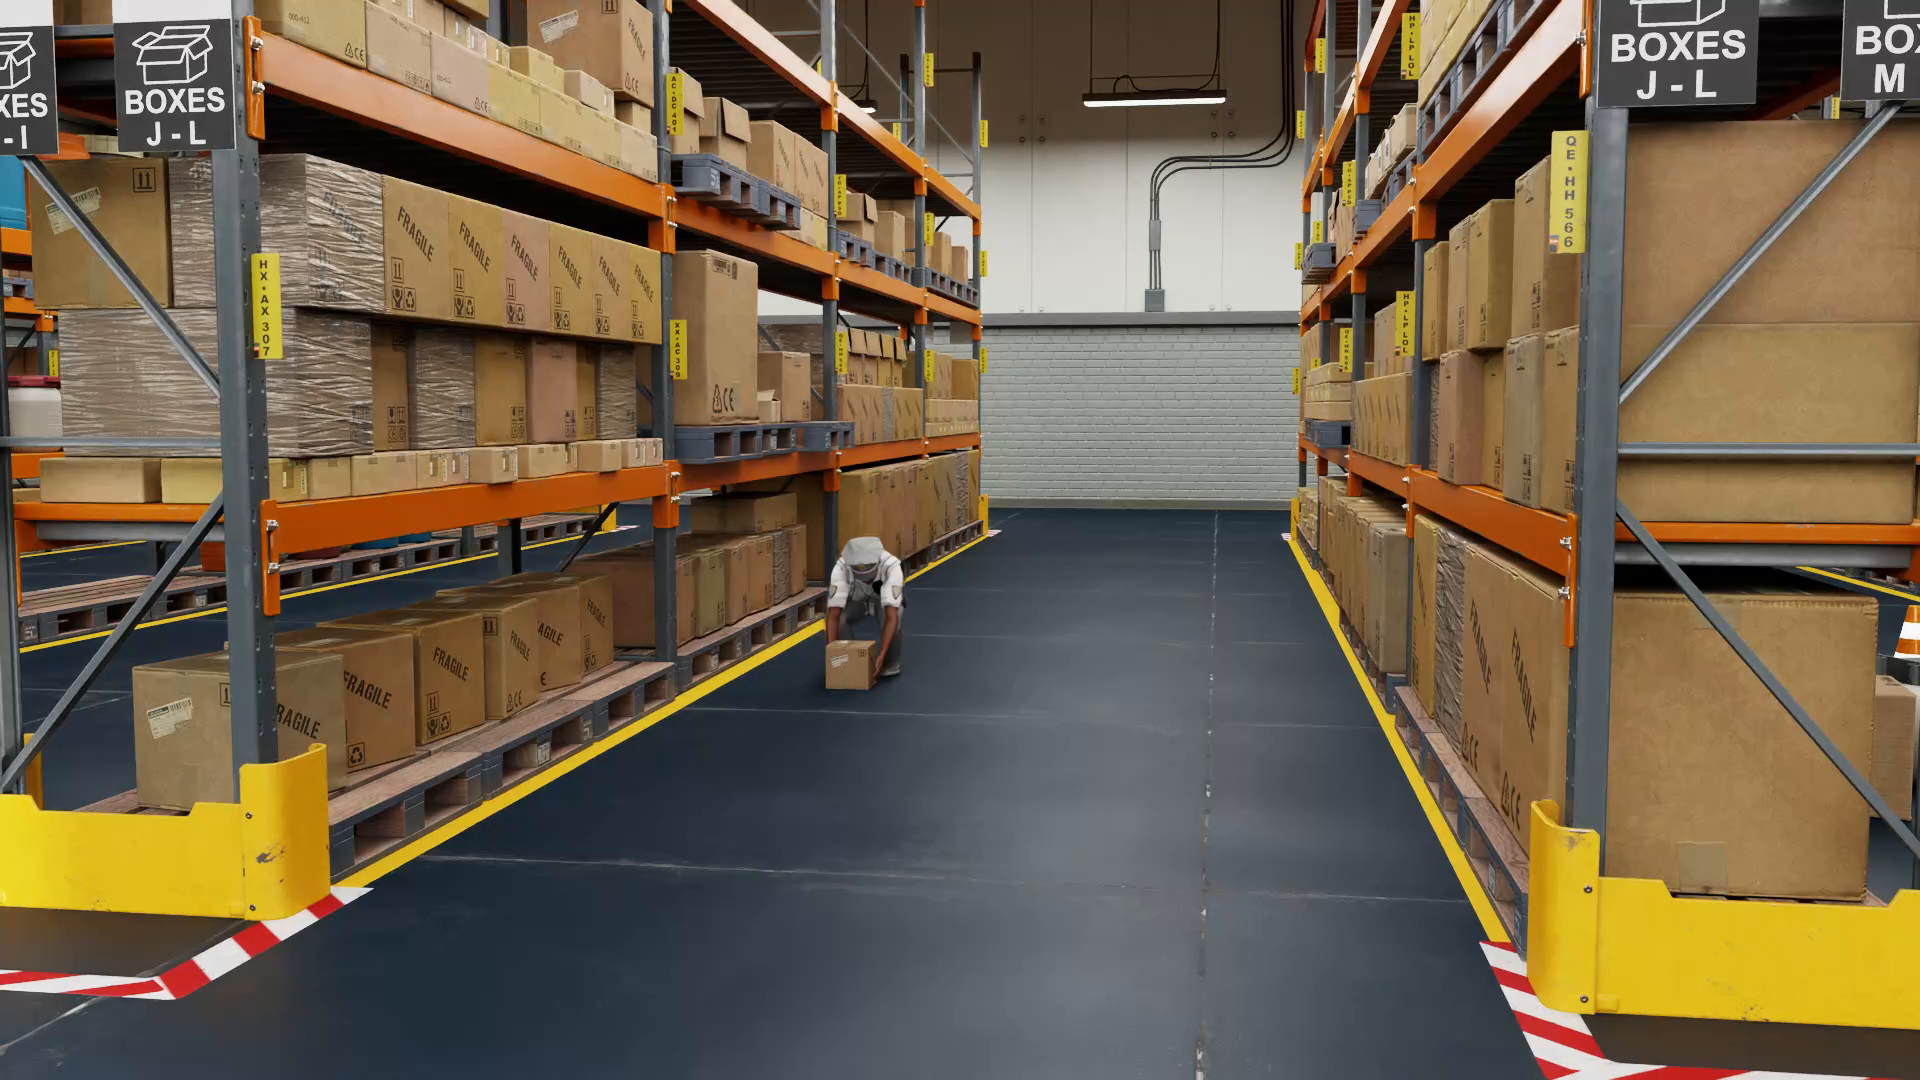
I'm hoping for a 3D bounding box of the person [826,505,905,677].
[{"bbox_3d":[-0.578,0.309,9.840,0.403,1.061,0.830,1,5,7],"label":"person"}]
